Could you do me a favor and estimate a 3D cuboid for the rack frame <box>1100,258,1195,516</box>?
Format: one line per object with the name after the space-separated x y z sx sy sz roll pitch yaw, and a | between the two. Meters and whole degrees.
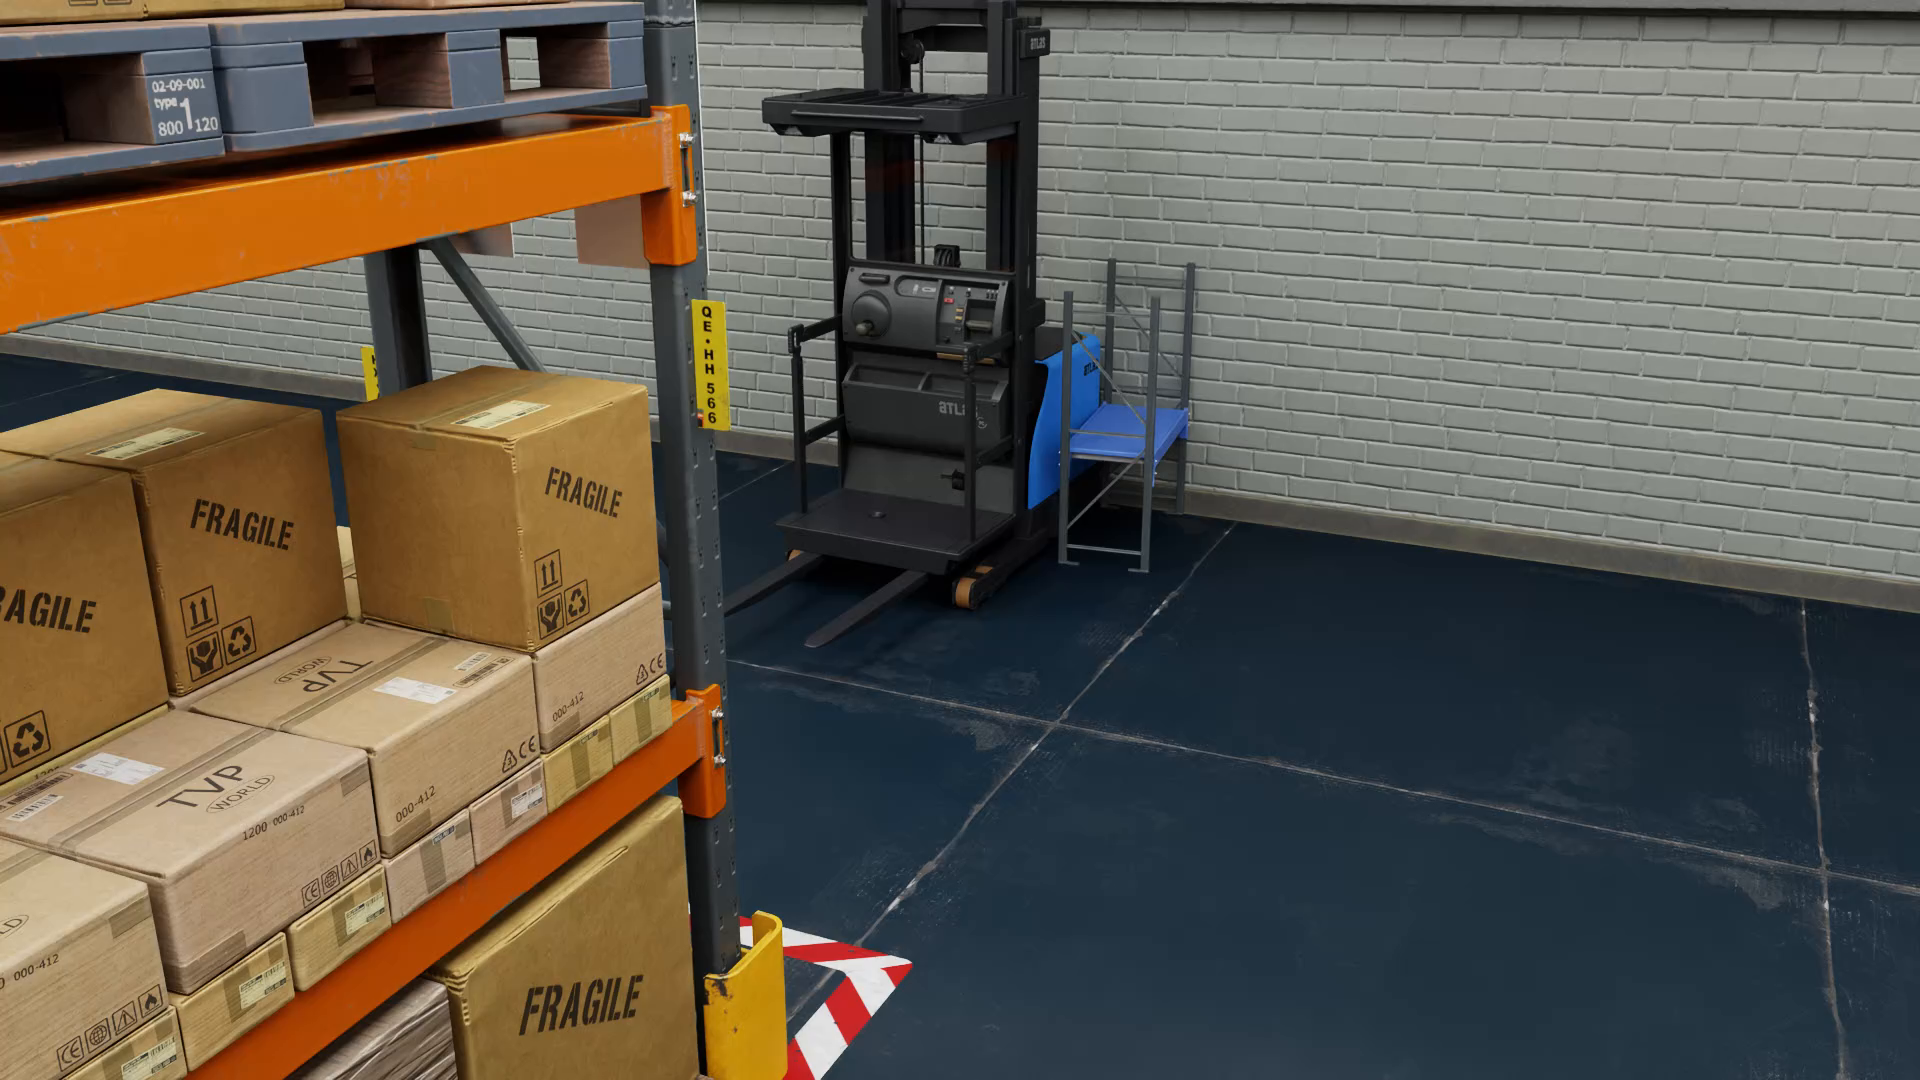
1.088 -0.882 9.712 0.500 1.500 0.032 6 20 17 | rack frame

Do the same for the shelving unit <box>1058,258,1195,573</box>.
0.934 -0.720 9.255 0.538 1.500 1.048 6 20 17 | shelving unit

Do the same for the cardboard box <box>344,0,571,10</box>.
-1.273 -1.393 3.507 0.700 0.500 0.500 7 21 19 | cardboard box

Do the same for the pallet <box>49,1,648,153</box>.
-1.404 -0.997 3.452 1.003 0.211 1.213 9 21 23 | pallet

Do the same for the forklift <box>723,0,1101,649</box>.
-0.277 -1.193 8.449 1.130 2.935 3.031 9 22 25 | forklift

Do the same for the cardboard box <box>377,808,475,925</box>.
-1.267 0.651 3.536 0.380 0.149 0.250 9 21 24 | cardboard box

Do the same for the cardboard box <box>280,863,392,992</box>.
-1.372 0.731 3.312 0.380 0.149 0.250 8 21 21 | cardboard box

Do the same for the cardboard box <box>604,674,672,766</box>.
-0.955 0.418 4.190 0.380 0.149 0.250 9 21 24 | cardboard box

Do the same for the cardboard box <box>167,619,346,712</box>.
-1.759 0.346 3.799 0.500 0.250 0.500 8 21 22 | cardboard box

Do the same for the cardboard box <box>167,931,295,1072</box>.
-1.477 0.810 3.089 0.380 0.149 0.250 9 21 23 | cardboard box

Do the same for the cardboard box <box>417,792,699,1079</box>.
-1.298 1.156 4.286 0.875 0.875 0.875 9 21 23 | cardboard box

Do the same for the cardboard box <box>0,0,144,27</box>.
-1.781 -1.073 2.607 0.700 0.500 0.500 7 21 19 | cardboard box

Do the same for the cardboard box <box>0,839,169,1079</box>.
-1.692 0.732 2.715 0.500 0.250 0.500 9 21 23 | cardboard box

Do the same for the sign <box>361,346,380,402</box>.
-1.613 -0.377 4.642 0.100 0.325 0.005 9 21 23 | sign

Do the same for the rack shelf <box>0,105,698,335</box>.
-1.928 -0.317 2.480 1.077 0.370 4.000 9 21 23 | rack shelf

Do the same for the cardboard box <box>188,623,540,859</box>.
-1.274 0.416 3.602 0.500 0.250 0.500 8 21 22 | cardboard box

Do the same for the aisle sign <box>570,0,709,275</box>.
-0.806 -1.060 4.092 0.394 0.787 0.004 9 21 23 | aisle sign

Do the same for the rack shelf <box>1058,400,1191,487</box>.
0.934 -0.551 9.316 0.538 0.185 1.000 6 20 17 | rack shelf

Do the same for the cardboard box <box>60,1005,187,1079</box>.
-1.581 0.886 2.876 0.380 0.149 0.250 9 21 24 | cardboard box

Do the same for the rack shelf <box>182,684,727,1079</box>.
-1.928 1.096 2.983 1.077 0.370 4.000 9 21 23 | rack shelf

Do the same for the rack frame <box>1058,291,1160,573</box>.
0.780 -0.558 8.799 0.500 1.500 0.032 6 20 17 | rack frame

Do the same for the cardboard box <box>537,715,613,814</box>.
-1.060 0.498 3.966 0.380 0.149 0.250 9 21 23 | cardboard box

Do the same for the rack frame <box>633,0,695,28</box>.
-1.109 -2.680 3.576 1.000 3.000 0.127 9 21 23 | rack frame

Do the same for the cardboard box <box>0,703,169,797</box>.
-1.968 0.499 3.368 0.500 0.250 0.500 8 21 21 | cardboard box

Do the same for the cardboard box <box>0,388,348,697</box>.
-1.757 -0.014 3.693 0.500 0.500 0.500 8 21 21 | cardboard box

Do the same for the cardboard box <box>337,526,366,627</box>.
-1.552 0.186 4.248 0.500 0.250 0.500 8 21 21 | cardboard box

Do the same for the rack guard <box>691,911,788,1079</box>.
-1.100 1.316 5.021 1.175 0.500 0.348 9 21 23 | rack guard

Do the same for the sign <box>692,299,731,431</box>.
-0.620 -0.432 4.126 0.100 0.325 0.005 9 21 23 | sign

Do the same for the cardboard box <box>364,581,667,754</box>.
-1.066 0.261 4.038 0.500 0.250 0.500 8 21 22 | cardboard box

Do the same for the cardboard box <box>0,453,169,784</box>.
-1.964 0.145 3.245 0.500 0.500 0.500 8 21 21 | cardboard box

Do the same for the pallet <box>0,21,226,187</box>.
-1.902 -0.623 2.400 1.003 0.211 1.213 9 21 23 | pallet

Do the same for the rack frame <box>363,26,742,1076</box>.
-1.109 0.146 4.581 1.000 3.000 0.127 9 21 23 | rack frame

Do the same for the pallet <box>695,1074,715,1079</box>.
-1.365 1.715 4.331 1.003 0.211 1.213 9 21 23 | pallet

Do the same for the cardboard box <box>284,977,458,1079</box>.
-1.671 1.434 3.504 0.875 0.875 0.875 9 21 23 | cardboard box

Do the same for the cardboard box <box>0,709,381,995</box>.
-1.482 0.572 3.164 0.500 0.250 0.500 8 21 21 | cardboard box

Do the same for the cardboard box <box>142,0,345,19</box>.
-1.614 -1.237 3.070 0.700 0.500 0.500 8 21 21 | cardboard box

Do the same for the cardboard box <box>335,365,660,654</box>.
-1.069 -0.092 3.911 0.500 0.500 0.500 9 21 23 | cardboard box

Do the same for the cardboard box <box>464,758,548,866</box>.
-1.164 0.575 3.750 0.380 0.149 0.250 9 21 23 | cardboard box

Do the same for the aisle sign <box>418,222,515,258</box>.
-1.354 -1.142 4.323 0.394 0.787 0.004 9 21 23 | aisle sign
